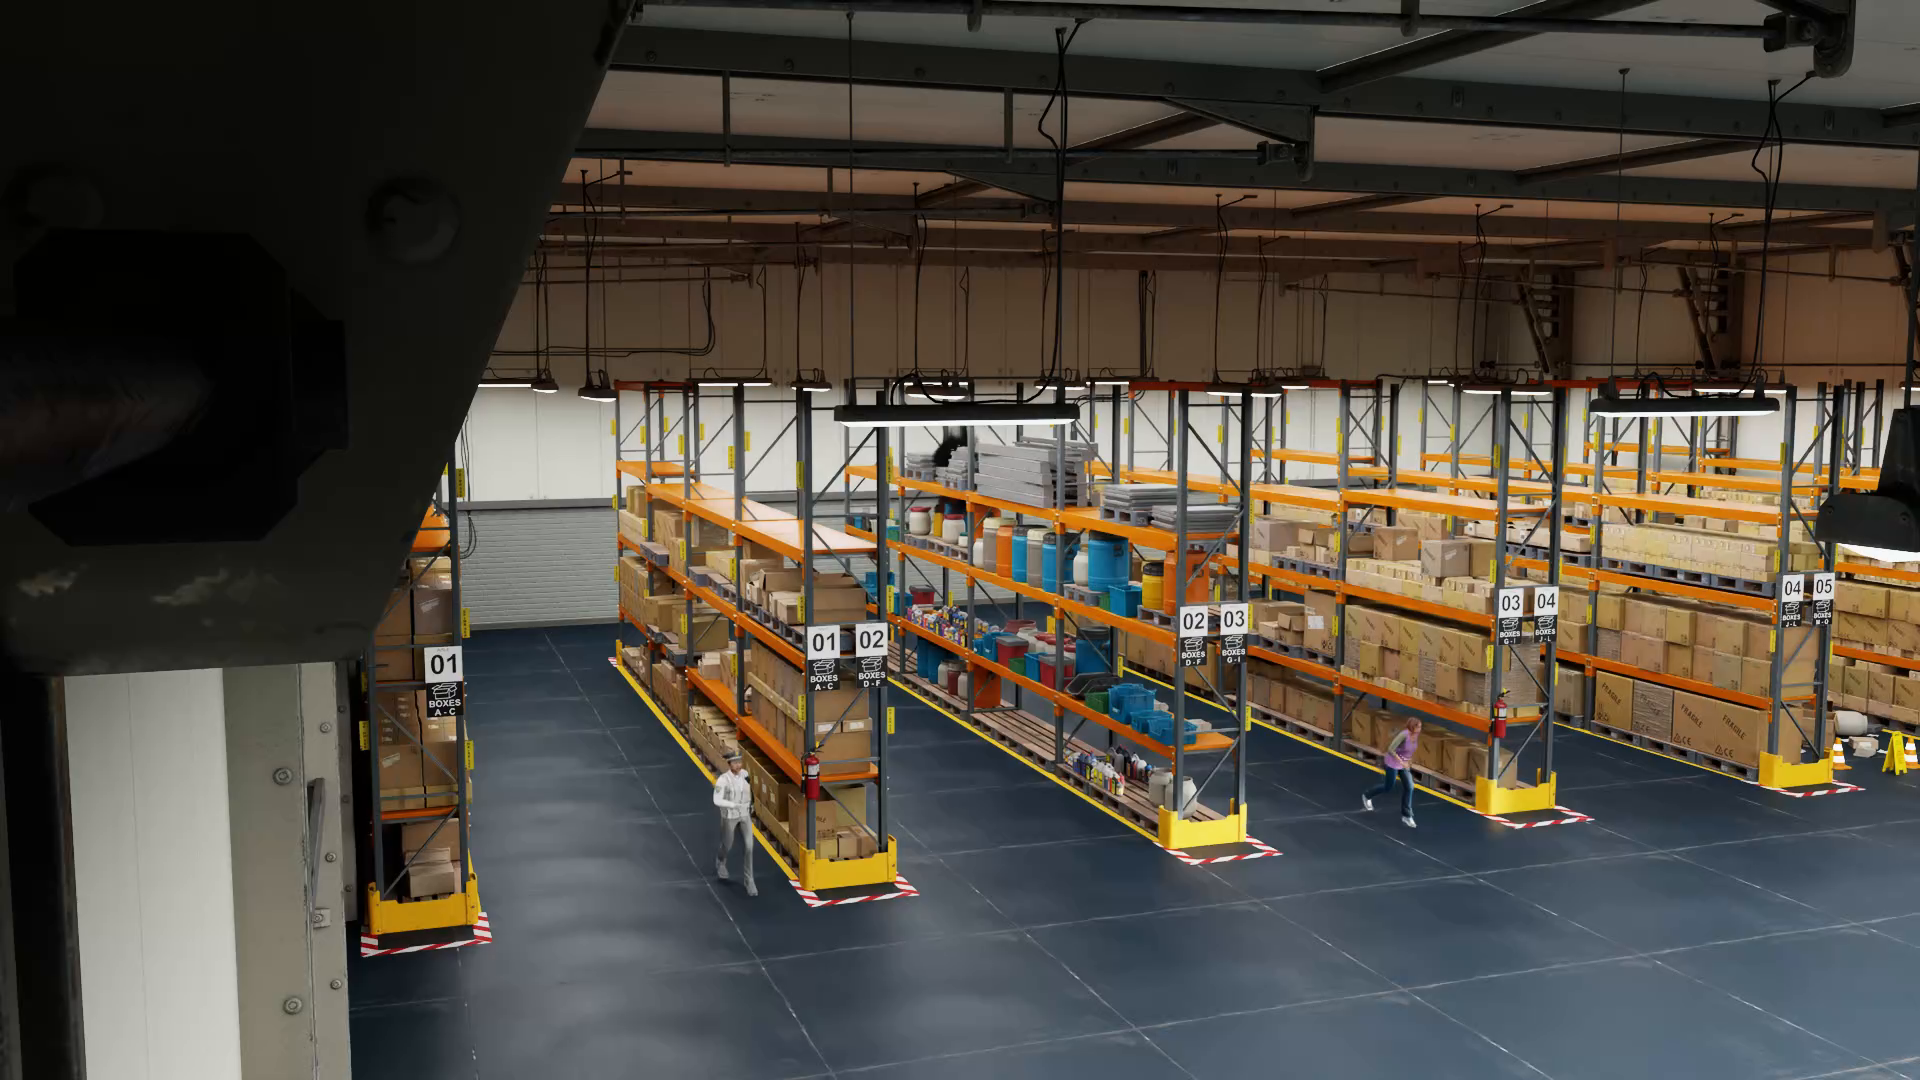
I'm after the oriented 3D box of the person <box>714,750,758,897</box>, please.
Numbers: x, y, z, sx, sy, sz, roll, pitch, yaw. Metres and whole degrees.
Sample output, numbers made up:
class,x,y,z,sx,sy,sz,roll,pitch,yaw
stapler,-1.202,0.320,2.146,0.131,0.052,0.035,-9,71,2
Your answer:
class,x,y,z,sx,sy,sz,roll,pitch,yaw
person,-2.733,3.363,20.075,0.594,1.730,0.886,-4,7,-33

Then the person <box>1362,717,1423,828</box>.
class,x,y,z,sx,sy,sz,roll,pitch,yaw
person,5.986,3.159,23.056,0.571,1.547,0.915,-6,8,-45
